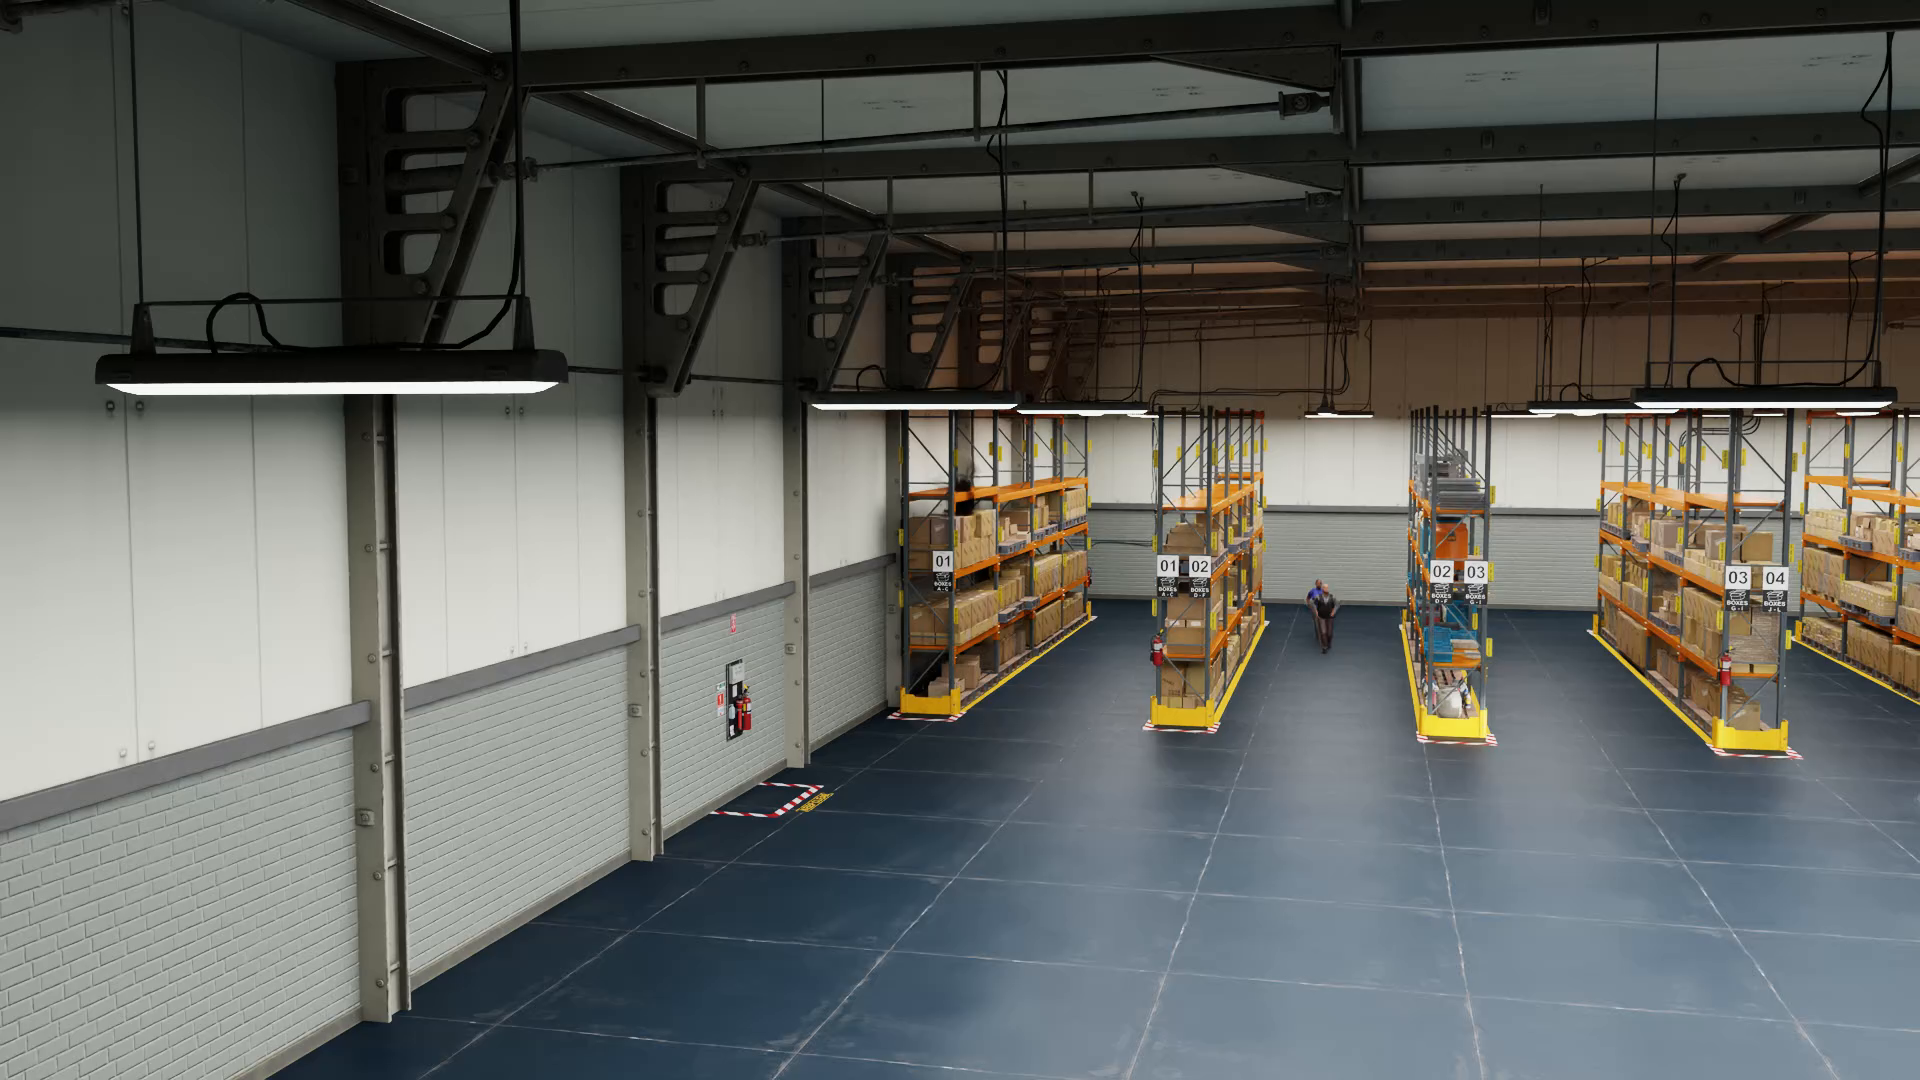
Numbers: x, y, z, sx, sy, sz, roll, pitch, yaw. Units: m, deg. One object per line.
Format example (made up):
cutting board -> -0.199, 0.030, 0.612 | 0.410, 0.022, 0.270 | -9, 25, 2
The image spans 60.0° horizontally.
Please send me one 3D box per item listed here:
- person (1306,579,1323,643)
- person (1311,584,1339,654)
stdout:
person -> 9.282, 1.830, 43.179 | 0.574, 1.631, 0.606 | 0, 4, 2
person -> 9.001, 1.937, 41.011 | 0.671, 1.706, 0.660 | 1, 4, 7
